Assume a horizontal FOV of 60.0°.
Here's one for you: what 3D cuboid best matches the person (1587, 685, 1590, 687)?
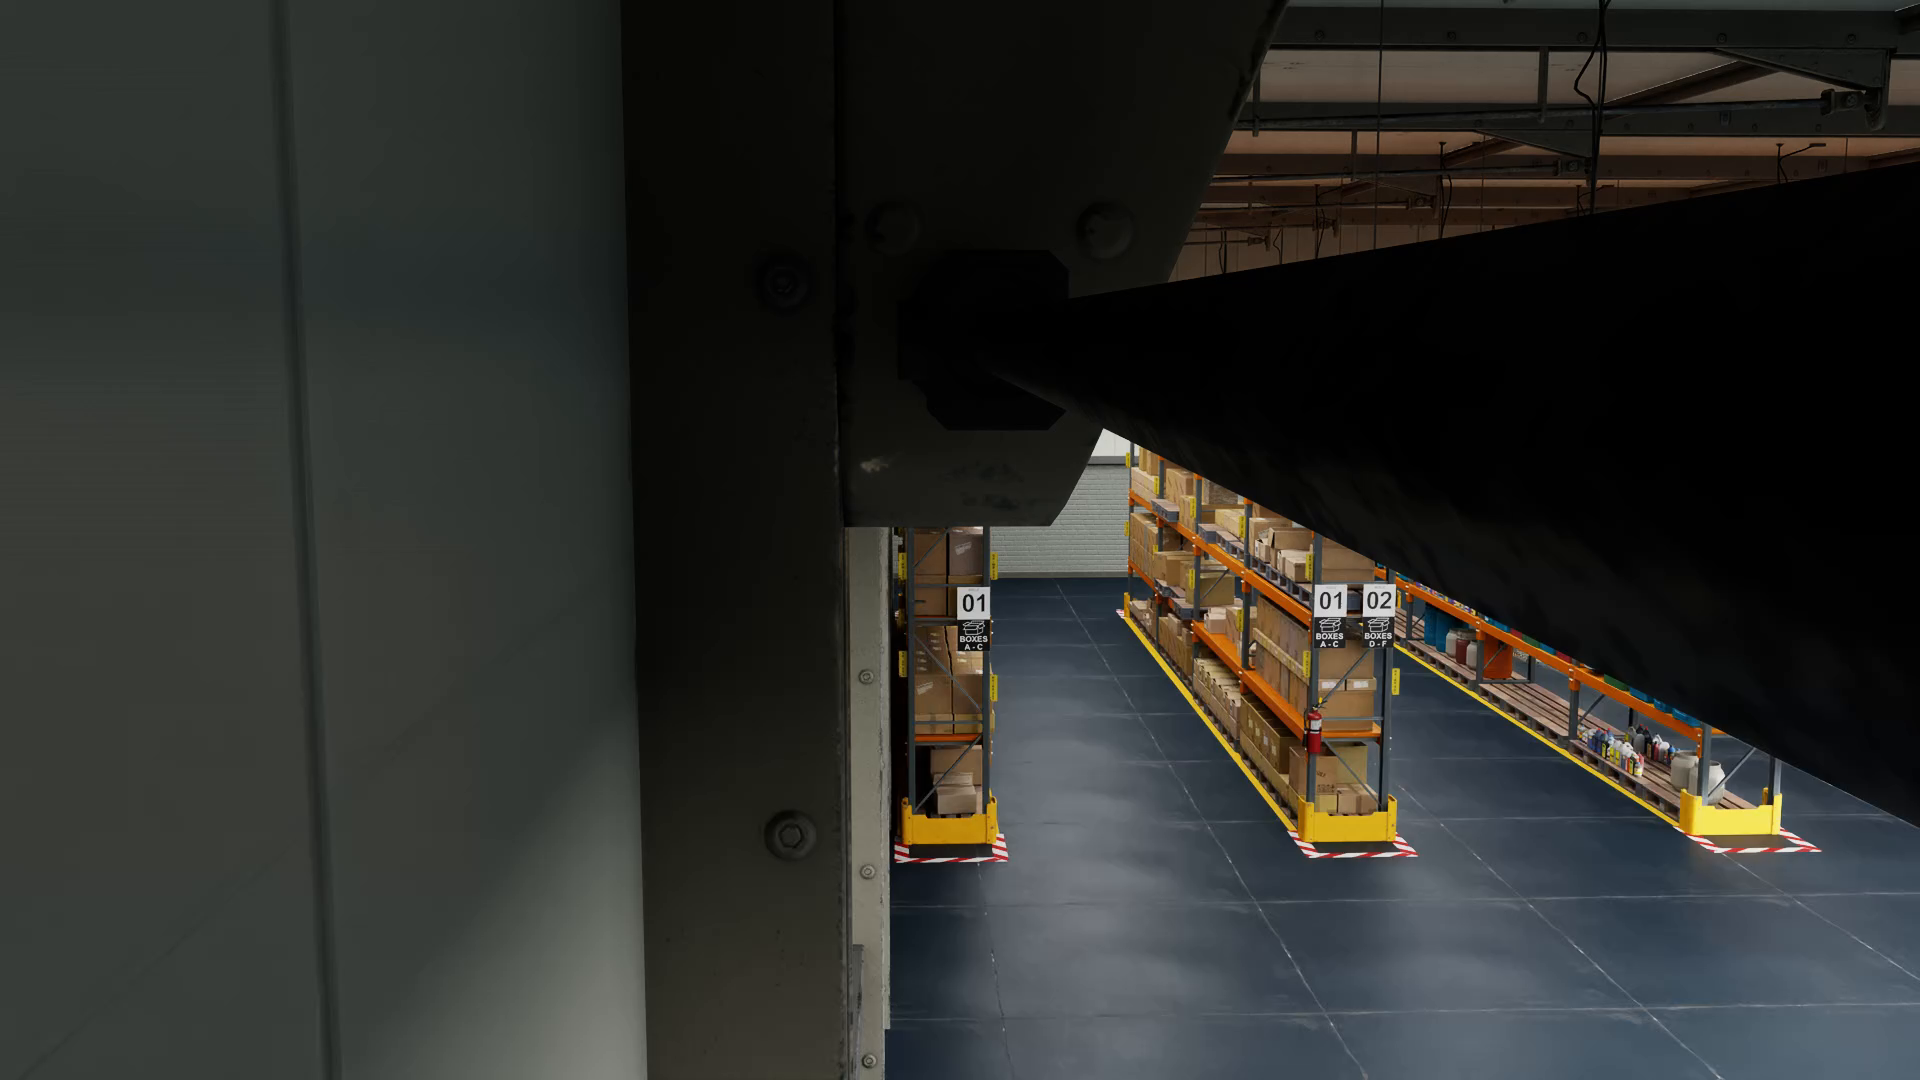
[{"bbox_3d":[11.181,1.705,29.734,0.722,1.739,0.974,-2,7,-12],"label":"person"}]
